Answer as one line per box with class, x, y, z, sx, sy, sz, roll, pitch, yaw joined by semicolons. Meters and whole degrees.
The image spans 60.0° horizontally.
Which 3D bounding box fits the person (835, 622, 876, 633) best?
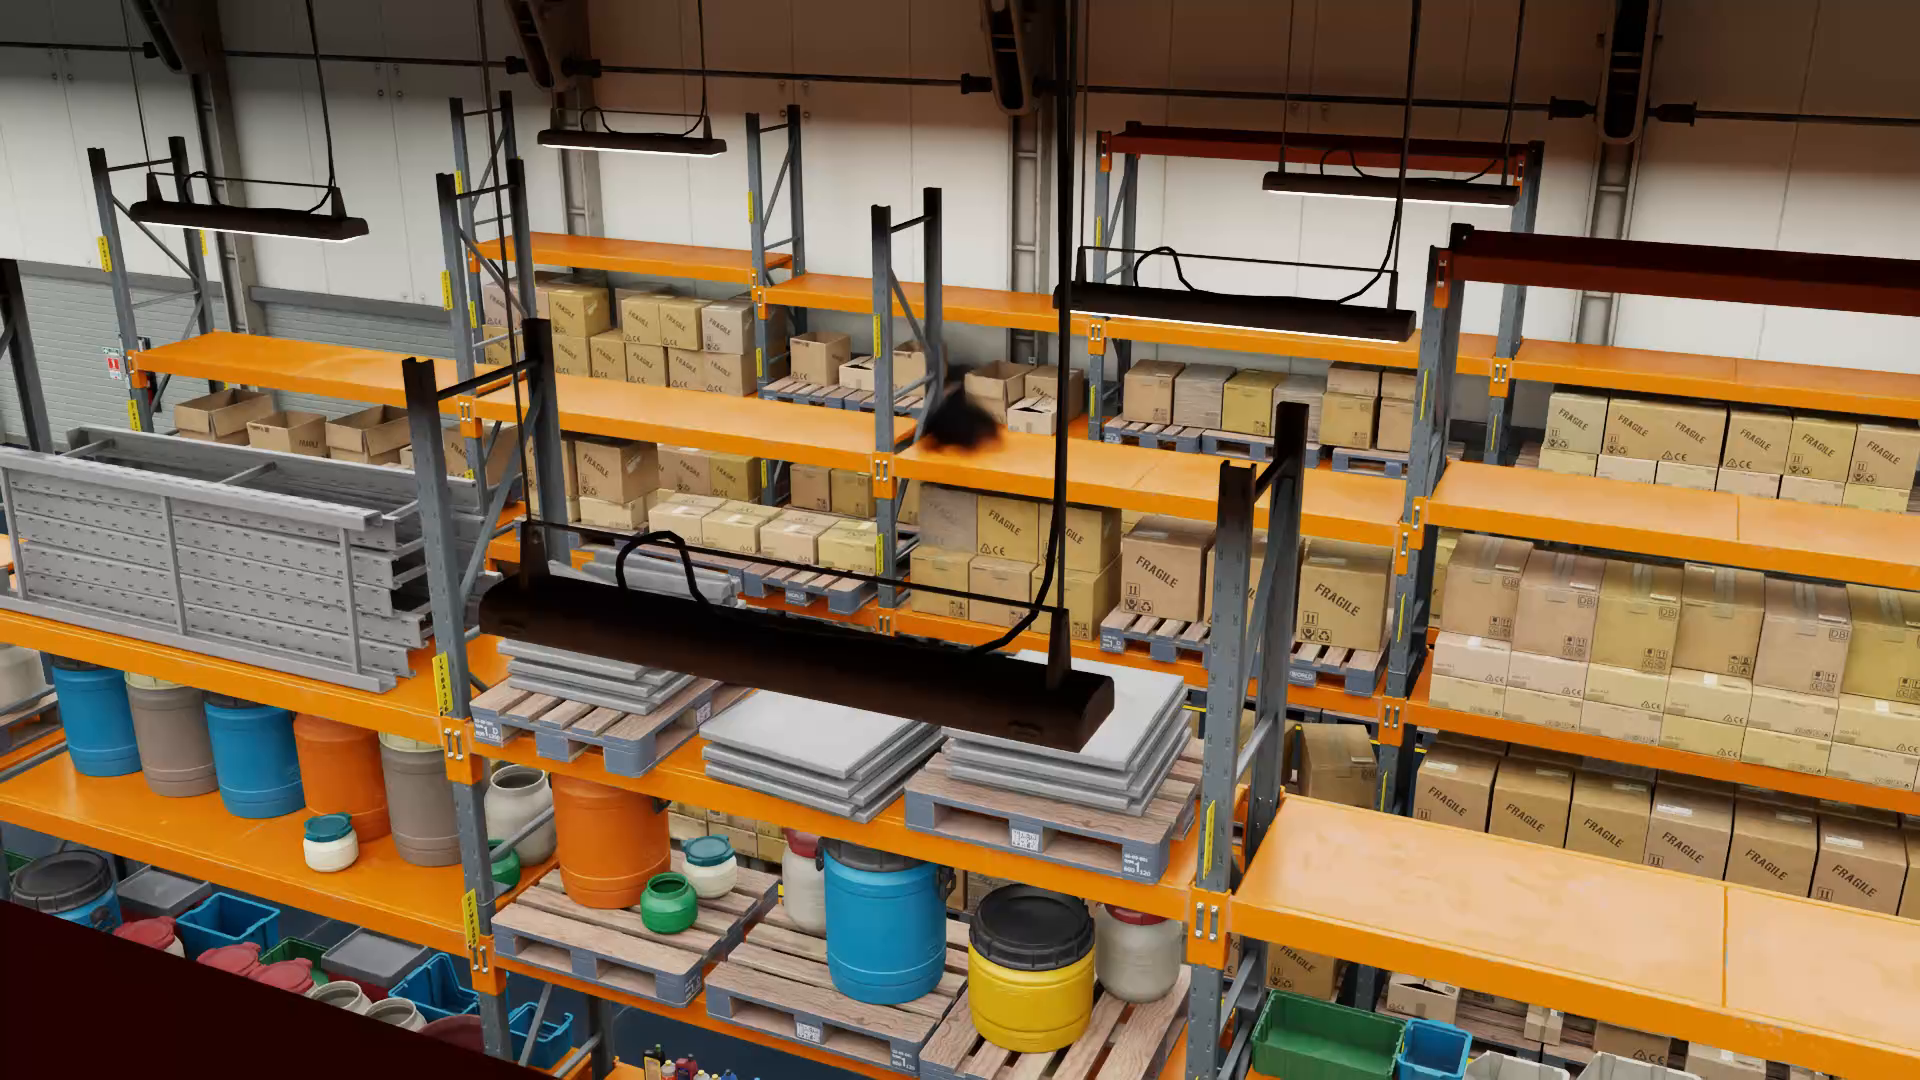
person;-0.889;1.117;17.255;0.902;1.745;0.690;0;21;-1
